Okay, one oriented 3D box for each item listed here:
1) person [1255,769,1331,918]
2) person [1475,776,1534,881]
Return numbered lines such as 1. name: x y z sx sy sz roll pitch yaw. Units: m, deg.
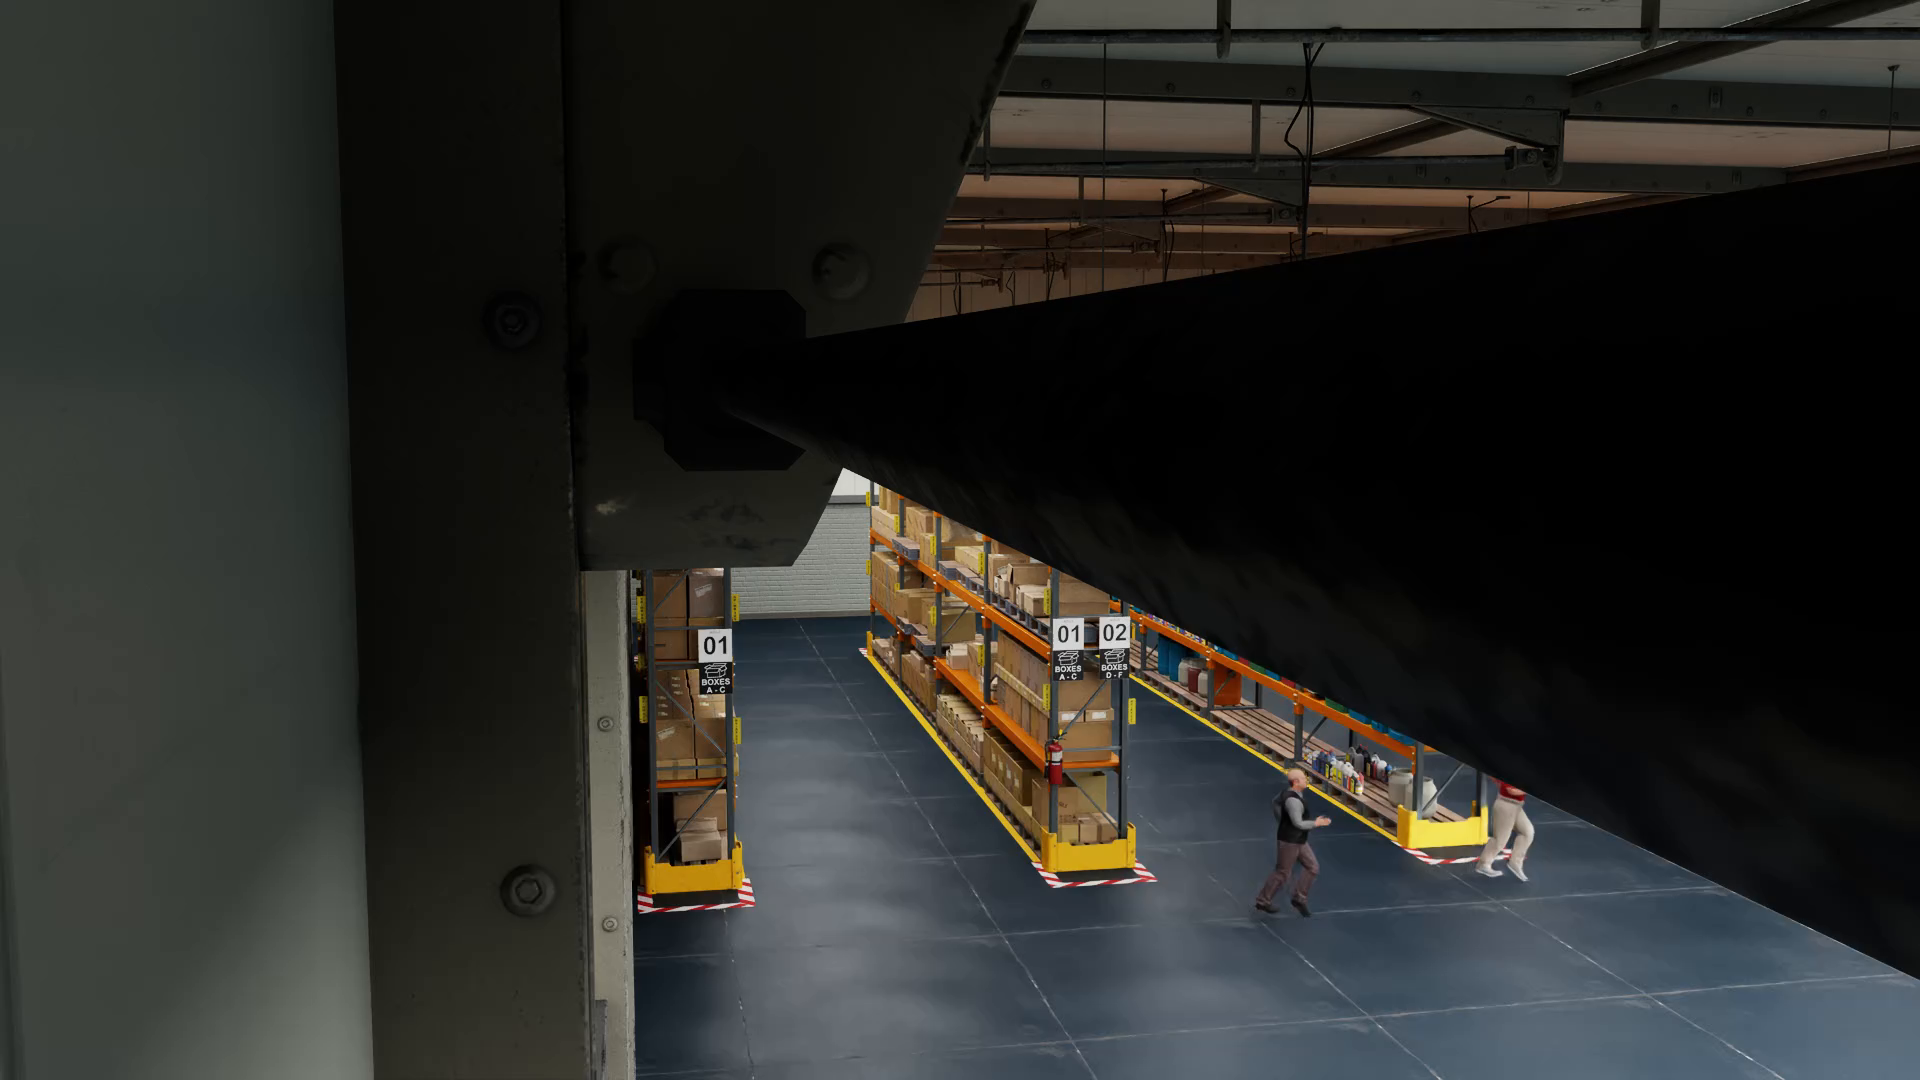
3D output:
1. person: 3.820 3.494 19.064 0.827 1.771 0.620 2 6 15
2. person: 6.774 3.351 20.477 0.756 1.783 0.659 3 7 25
